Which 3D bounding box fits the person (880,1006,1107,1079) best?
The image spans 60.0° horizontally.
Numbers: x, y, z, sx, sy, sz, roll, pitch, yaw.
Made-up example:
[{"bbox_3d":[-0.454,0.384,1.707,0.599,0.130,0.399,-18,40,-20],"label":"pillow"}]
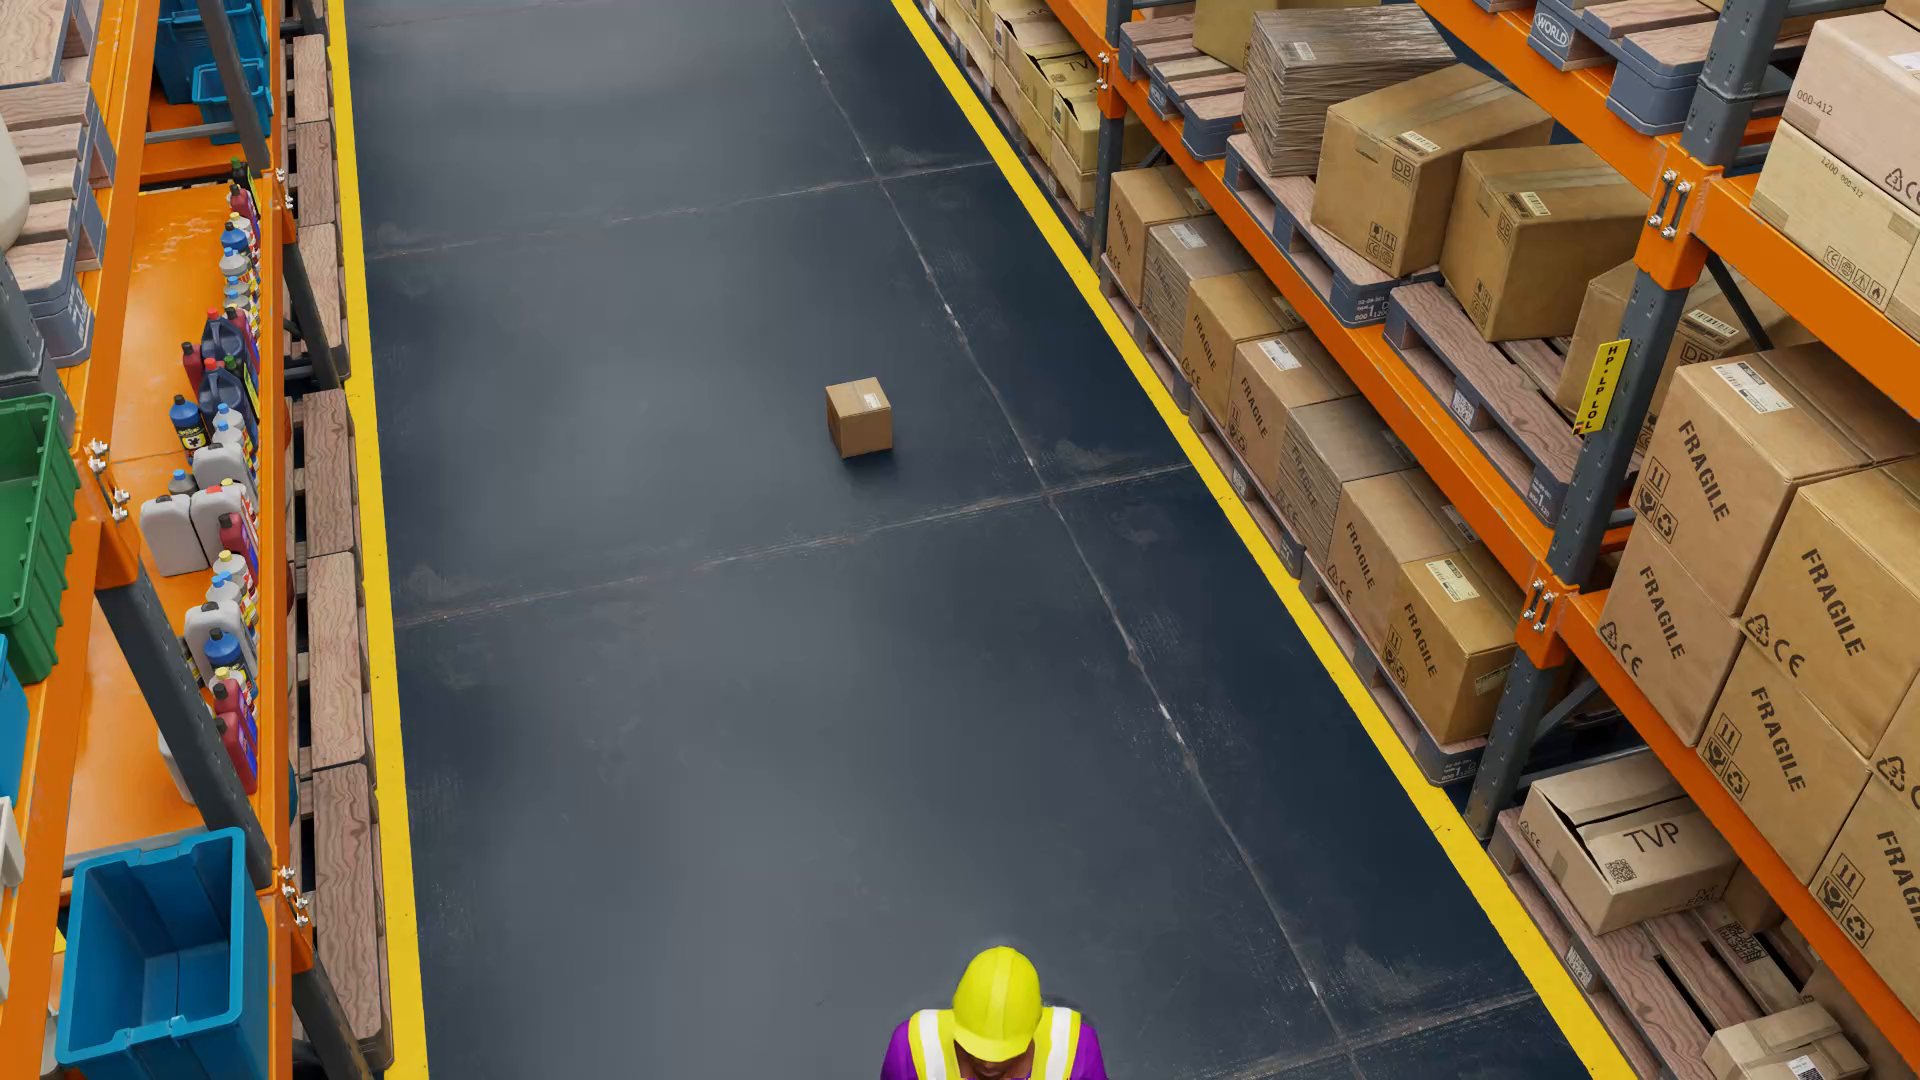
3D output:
[{"bbox_3d":[0.108,1.723,4.228,0.567,1.679,0.968,-5,42,-5],"label":"person"}]
